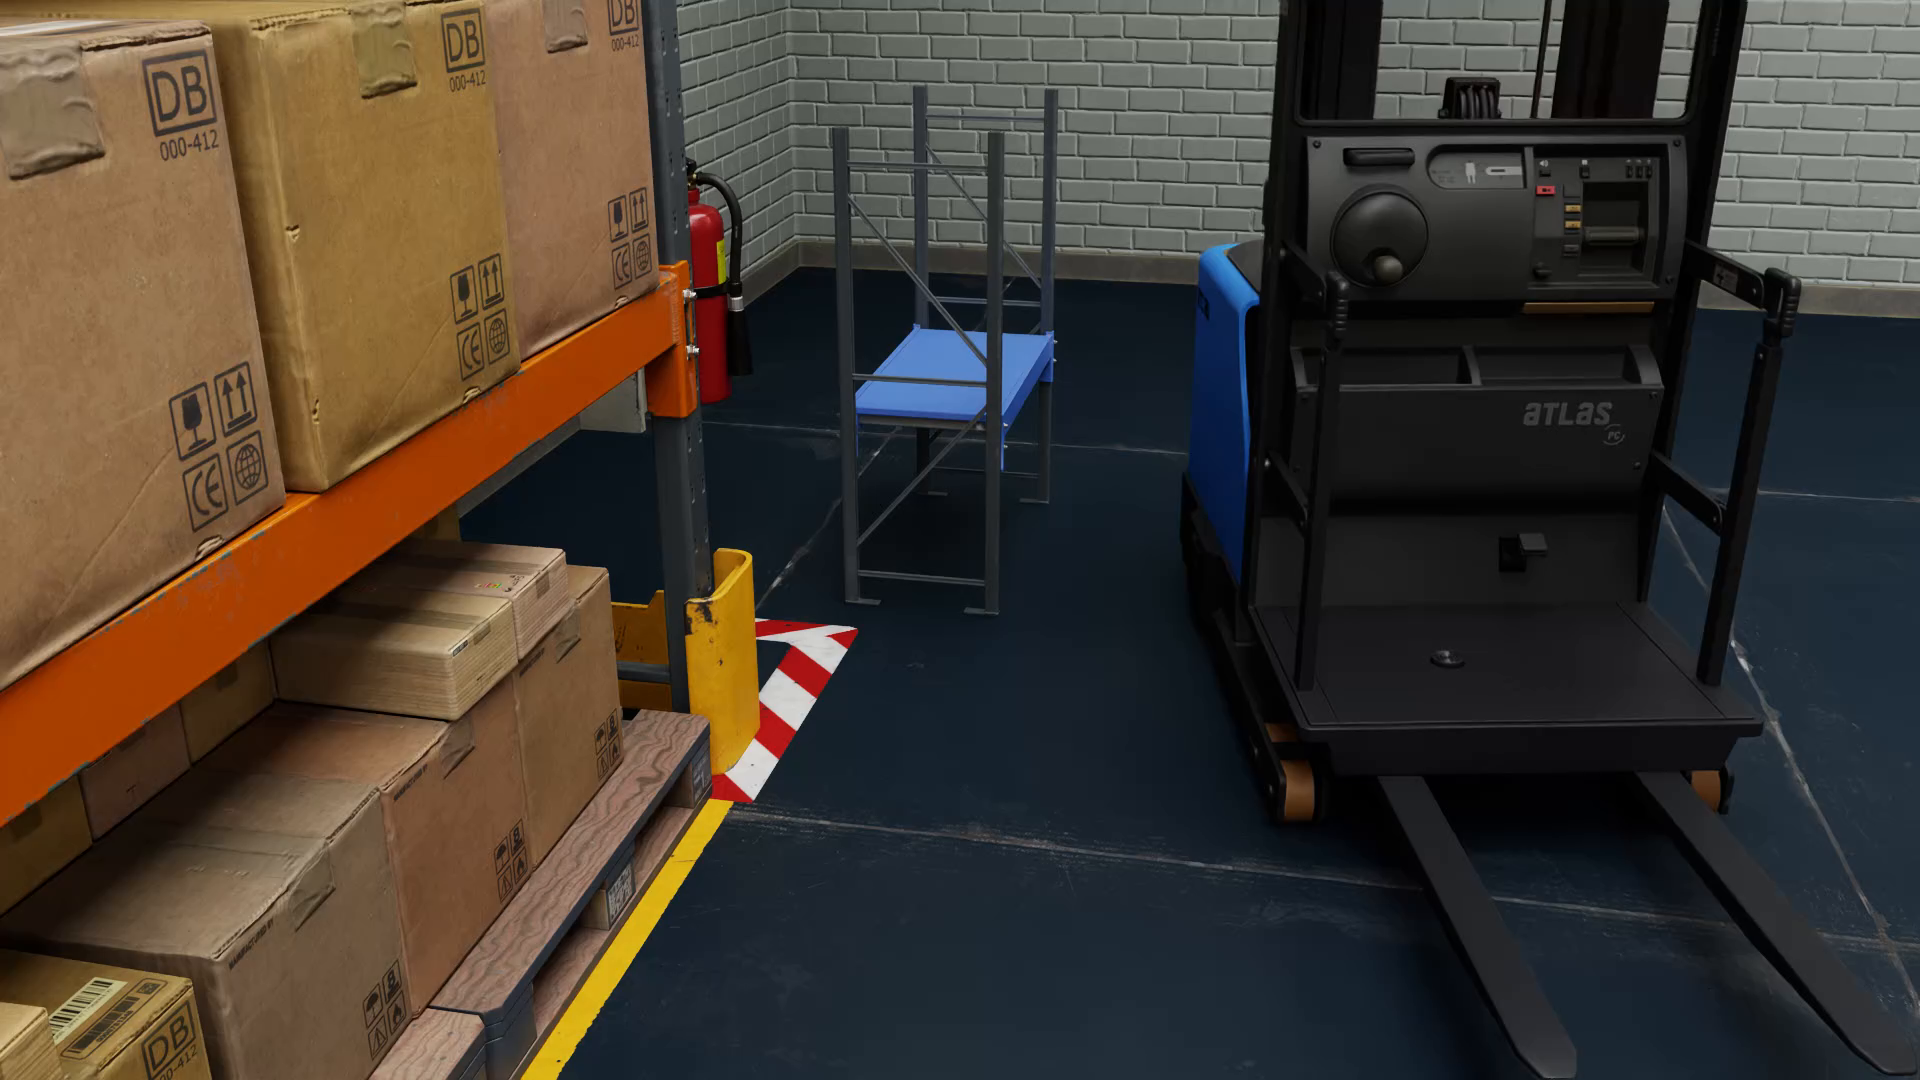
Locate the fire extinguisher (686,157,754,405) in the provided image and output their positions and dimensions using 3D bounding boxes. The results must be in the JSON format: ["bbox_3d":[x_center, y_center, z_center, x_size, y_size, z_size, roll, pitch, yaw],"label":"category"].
[{"bbox_3d":[-0.667,-0.681,4.133,0.296,0.674,0.183,4,22,11],"label":"fire extinguisher"}]

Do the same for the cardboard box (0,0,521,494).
[{"bbox_3d":[-1.382,-0.555,2.815,0.980,0.700,0.700,4,22,10],"label":"cardboard box"}]

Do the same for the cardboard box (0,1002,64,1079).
[{"bbox_3d":[-1.358,0.689,2.044,0.380,0.149,0.250,4,22,9],"label":"cardboard box"}]

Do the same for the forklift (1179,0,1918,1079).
[{"bbox_3d":[1.313,-0.777,3.859,1.130,2.935,3.031,-1,22,-1],"label":"forklift"}]

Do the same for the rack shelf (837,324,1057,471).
[{"bbox_3d":[-0.017,-0.498,5.563,0.538,0.185,1.000,4,22,11],"label":"rack shelf"}]

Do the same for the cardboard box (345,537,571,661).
[{"bbox_3d":[-1.043,0.118,3.461,0.380,0.149,0.250,4,22,10],"label":"cardboard box"}]

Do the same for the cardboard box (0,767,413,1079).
[{"bbox_3d":[-1.399,0.725,2.822,0.700,0.500,0.500,4,22,9],"label":"cardboard box"}]

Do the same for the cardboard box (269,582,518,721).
[{"bbox_3d":[-1.094,0.212,3.228,0.380,0.149,0.250,5,22,12],"label":"cardboard box"}]

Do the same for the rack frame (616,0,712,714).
[{"bbox_3d":[-1.150,-0.870,3.999,1.000,3.000,0.127,4,22,11],"label":"rack frame"}]

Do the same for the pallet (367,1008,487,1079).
[{"bbox_3d":[-1.488,1.167,2.675,1.003,0.211,1.213,4,22,11],"label":"pallet"}]

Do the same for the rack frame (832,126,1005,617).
[{"bbox_3d":[-0.121,-0.479,5.034,0.500,1.500,0.032,4,22,11],"label":"rack frame"}]

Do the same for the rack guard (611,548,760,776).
[{"bbox_3d":[-1.145,0.281,4.488,1.175,0.500,0.348,4,22,11],"label":"rack guard"}]

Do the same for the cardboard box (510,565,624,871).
[{"bbox_3d":[-1.195,0.358,3.733,0.700,0.500,0.500,4,22,11],"label":"cardboard box"}]

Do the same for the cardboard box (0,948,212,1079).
[{"bbox_3d":[-1.500,0.921,2.336,0.700,0.500,0.500,5,22,12],"label":"cardboard box"}]

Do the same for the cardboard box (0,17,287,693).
[{"bbox_3d":[-1.546,-0.277,2.125,0.980,0.700,0.700,3,22,8],"label":"cardboard box"}]

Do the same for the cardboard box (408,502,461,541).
[{"bbox_3d":[-1.365,-0.004,3.763,0.380,0.149,0.250,5,22,11],"label":"cardboard box"}]

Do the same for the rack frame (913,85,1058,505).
[{"bbox_3d":[0.086,-0.850,5.958,0.500,1.500,0.032,4,22,11],"label":"rack frame"}]

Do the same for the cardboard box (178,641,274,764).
[{"bbox_3d":[-1.519,0.273,3.076,0.380,0.149,0.250,5,22,11],"label":"cardboard box"}]

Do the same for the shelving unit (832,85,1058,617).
[{"bbox_3d":[-0.017,-0.665,5.496,0.538,1.500,1.048,4,22,11],"label":"shelving unit"}]

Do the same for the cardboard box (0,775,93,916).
[{"bbox_3d":[-1.622,0.460,2.611,0.380,0.149,0.250,5,22,11],"label":"cardboard box"}]

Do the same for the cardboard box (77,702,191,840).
[{"bbox_3d":[-1.570,0.366,2.845,0.380,0.149,0.250,5,22,12],"label":"cardboard box"}]

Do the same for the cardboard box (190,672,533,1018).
[{"bbox_3d":[-1.297,0.541,3.279,0.700,0.500,0.500,4,22,11],"label":"cardboard box"}]

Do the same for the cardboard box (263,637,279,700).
[{"bbox_3d":[-1.468,0.182,3.303,0.380,0.149,0.250,5,22,11],"label":"cardboard box"}]

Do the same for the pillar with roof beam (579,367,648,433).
[{"bbox_3d":[2.769,-4.378,4.679,9.100,9.000,0.400,4,22,11],"label":"pillar with roof beam"}]

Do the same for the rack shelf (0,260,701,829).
[{"bbox_3d":[-1.558,0.195,2.317,1.077,0.370,4.000,4,22,11],"label":"rack shelf"}]

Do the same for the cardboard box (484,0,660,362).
[{"bbox_3d":[-1.244,-0.822,3.478,0.980,0.700,0.700,5,23,13],"label":"cardboard box"}]

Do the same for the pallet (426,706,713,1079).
[{"bbox_3d":[-1.236,0.722,3.779,1.003,0.211,1.213,4,22,11],"label":"pallet"}]
